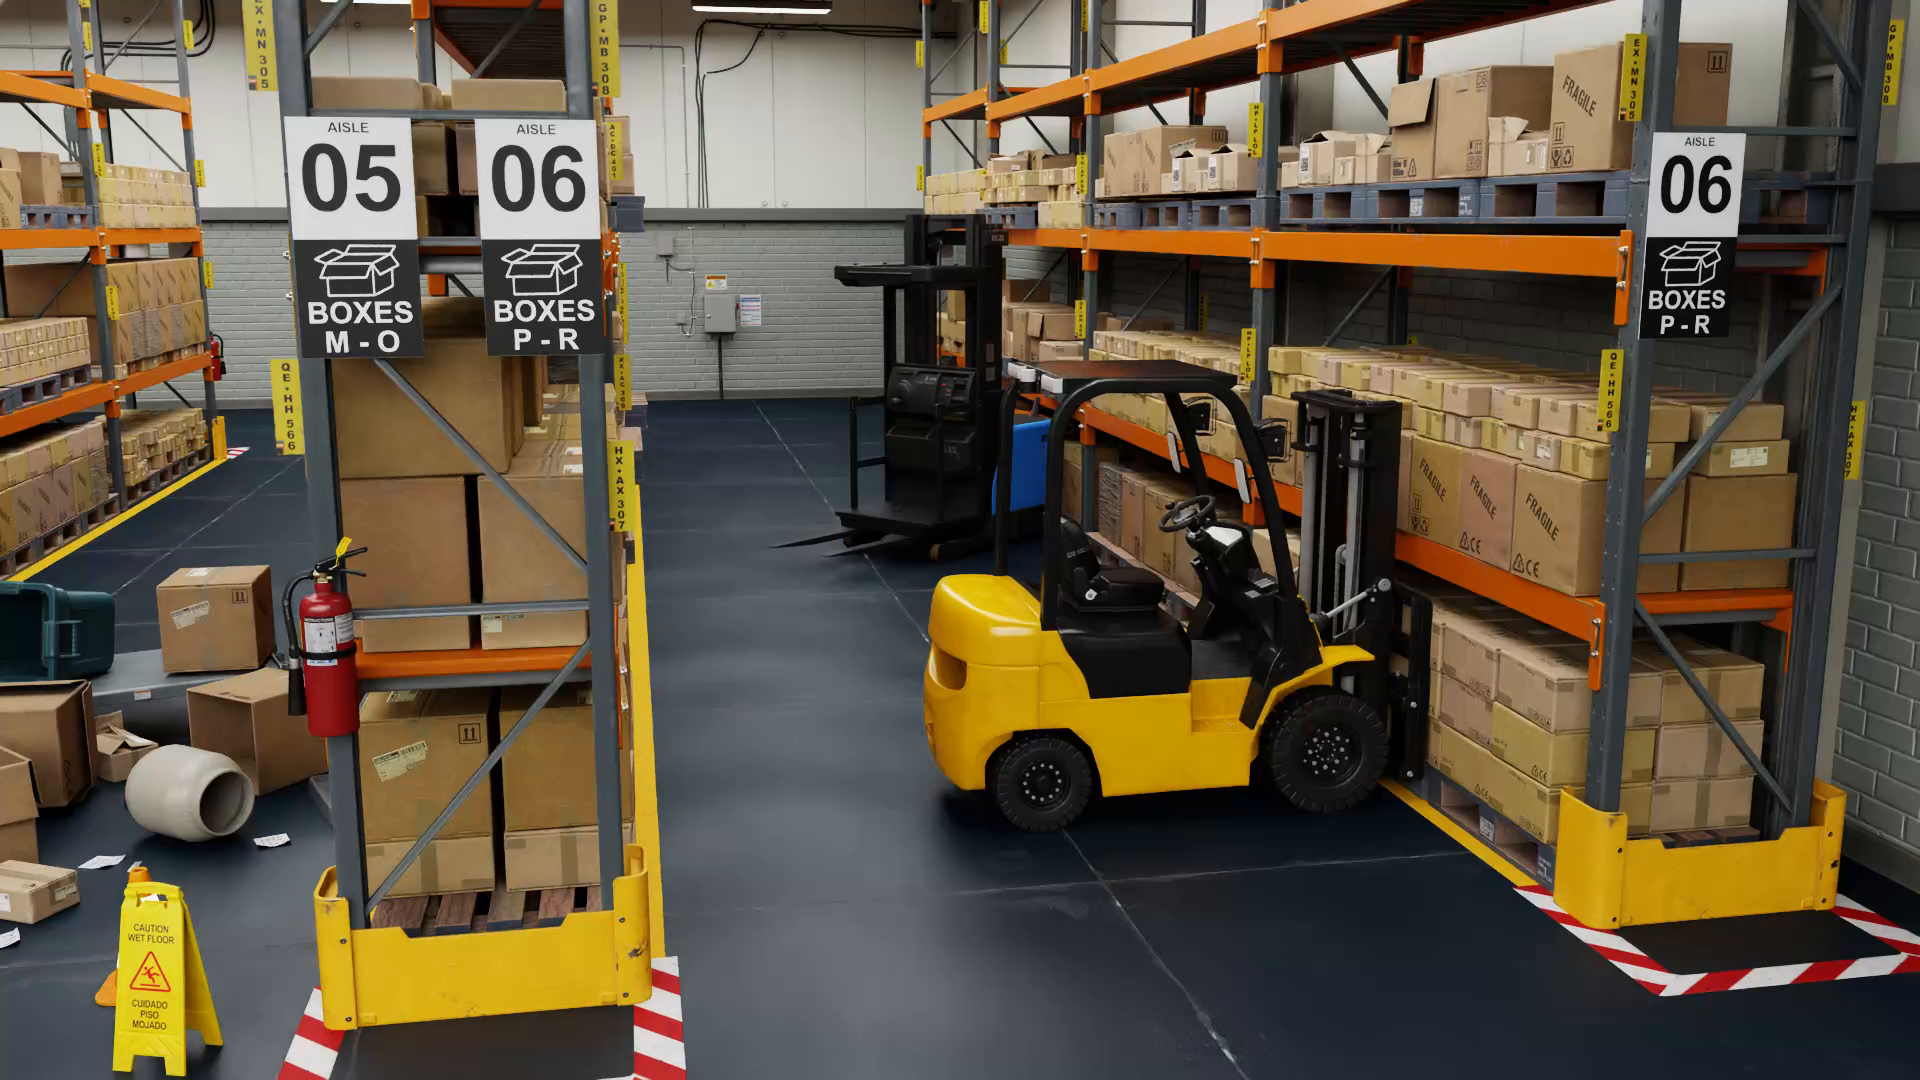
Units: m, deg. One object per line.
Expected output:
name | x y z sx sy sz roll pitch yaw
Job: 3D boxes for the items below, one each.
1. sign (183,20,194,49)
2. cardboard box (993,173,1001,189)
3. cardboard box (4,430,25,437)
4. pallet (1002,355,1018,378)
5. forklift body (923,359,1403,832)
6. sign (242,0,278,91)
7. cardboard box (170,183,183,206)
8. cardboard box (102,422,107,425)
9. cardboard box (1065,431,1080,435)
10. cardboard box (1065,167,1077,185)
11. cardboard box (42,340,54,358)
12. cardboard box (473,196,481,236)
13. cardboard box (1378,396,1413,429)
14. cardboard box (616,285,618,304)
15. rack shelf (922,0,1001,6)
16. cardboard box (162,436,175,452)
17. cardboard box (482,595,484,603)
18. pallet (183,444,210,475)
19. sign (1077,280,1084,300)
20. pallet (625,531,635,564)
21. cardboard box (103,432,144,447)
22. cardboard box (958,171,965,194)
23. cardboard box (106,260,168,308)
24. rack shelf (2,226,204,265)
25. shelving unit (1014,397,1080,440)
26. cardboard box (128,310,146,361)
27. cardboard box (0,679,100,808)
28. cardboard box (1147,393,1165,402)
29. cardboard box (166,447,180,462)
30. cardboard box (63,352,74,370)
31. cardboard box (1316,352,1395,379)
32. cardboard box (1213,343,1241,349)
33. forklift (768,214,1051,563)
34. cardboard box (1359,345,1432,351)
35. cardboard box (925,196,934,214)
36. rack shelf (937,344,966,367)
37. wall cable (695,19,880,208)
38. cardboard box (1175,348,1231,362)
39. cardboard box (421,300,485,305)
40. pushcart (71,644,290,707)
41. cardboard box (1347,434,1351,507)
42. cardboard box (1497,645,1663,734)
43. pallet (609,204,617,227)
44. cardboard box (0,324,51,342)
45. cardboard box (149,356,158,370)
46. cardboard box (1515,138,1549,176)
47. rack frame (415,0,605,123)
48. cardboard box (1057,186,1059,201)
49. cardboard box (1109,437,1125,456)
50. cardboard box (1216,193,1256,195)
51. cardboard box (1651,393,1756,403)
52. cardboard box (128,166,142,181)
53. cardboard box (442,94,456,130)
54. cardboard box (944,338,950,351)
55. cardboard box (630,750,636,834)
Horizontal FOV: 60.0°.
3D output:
sign | -9.139 -5.982 19.692 0.100 0.325 0.005 -2 11 -11
cardboard box | 0.552 -3.715 17.208 0.380 0.149 0.250 -2 11 -12
cardboard box | -8.919 -0.853 15.263 0.500 0.250 0.500 -2 11 -9
pallet | 0.843 -1.883 17.636 1.003 0.211 1.213 -2 11 -11
forklift body | 0.970 0.208 8.404 2.313 2.155 1.214 -2 11 -11
sign | -2.288 -1.638 5.444 0.100 0.325 0.005 -2 11 -11
cardboard box | -9.247 -3.959 19.068 0.500 0.250 0.500 -2 11 -13
cardboard box | -9.643 -1.231 18.606 0.380 0.149 0.250 -2 11 -10
cardboard box | 1.081 -0.968 16.139 0.380 0.149 0.250 -2 11 -12
cardboard box | 1.167 -3.288 15.018 0.380 0.149 0.250 -2 11 -13
cardboard box | -8.433 -1.720 15.018 0.380 0.149 0.250 -3 11 -14
cardboard box | -1.624 -1.214 6.255 0.380 0.149 0.250 -2 11 -13
cardboard box | 2.436 -0.676 8.779 0.380 0.149 0.250 -2 11 -12
cardboard box | -3.343 -2.039 15.000 0.500 0.500 0.500 -2 11 -9
rack shelf | 0.406 -6.721 19.532 1.077 0.370 4.000 -2 11 -11
cardboard box | -8.976 -1.061 18.507 0.380 0.149 0.250 -2 11 -10
cardboard box | -1.666 0.262 6.525 0.380 0.149 0.250 -2 11 -10
pallet | -9.549 -0.948 19.667 1.003 0.211 1.213 -2 11 -11
sign | 1.339 -2.718 18.411 0.100 0.325 0.005 -2 11 -11
pallet | -3.375 0.009 14.638 1.003 0.211 1.213 -2 11 -11
cardboard box | -8.939 -1.062 17.715 0.380 0.149 0.250 -2 11 -12
cardboard box | 0.263 -4.190 19.486 0.500 0.250 0.500 -2 11 -10
cardboard box | -9.040 -2.809 18.248 0.500 0.500 0.500 -3 11 -13
rack shelf | -9.298 -3.235 18.128 1.077 0.370 4.000 -2 11 -11
shelving unit | 0.611 -0.814 16.020 0.538 1.125 1.048 12 4 -23
cardboard box | -8.862 -2.134 17.378 0.500 0.500 0.500 -2 11 -11
cardboard box | -4.754 1.012 8.223 0.797 0.637 0.503 -2 11 -11
cardboard box | 1.724 -1.195 12.570 0.500 0.250 0.500 -2 11 -10
cardboard box | -9.059 -0.964 18.793 0.380 0.149 0.250 -2 11 -10
cardboard box | -8.540 -1.672 15.563 0.380 0.149 0.250 -2 11 -11
cardboard box | 2.320 -1.015 9.760 0.380 0.149 0.250 -2 11 -12
cardboard box | 2.152 -1.429 12.735 0.380 0.149 0.250 -2 11 -9
forklift | -0.390 -1.349 14.496 1.130 2.935 3.031 8 14 38
cardboard box | 2.709 -1.127 10.353 0.380 0.149 0.250 -2 11 -11
cardboard box | -0.165 -4.317 21.490 0.500 0.250 0.500 -2 11 -12
rack shelf | 0.406 -2.142 20.404 1.077 0.370 4.000 -2 11 -11
wall cable | -2.756 -6.800 26.812 2.988 3.039 0.133 -2 11 -11
cardboard box | 1.789 -1.317 12.143 0.380 0.149 0.250 -2 11 -11
cardboard box | -2.567 -0.983 8.656 0.700 0.500 0.500 -2 11 -11
pushcart | -4.744 0.900 9.510 1.648 0.377 0.936 -6 13 -31
cardboard box | 2.398 -0.432 9.227 0.500 0.500 0.500 -2 11 -12
cardboard box | 2.733 0.653 7.355 0.500 0.250 0.500 -2 11 -9
pallet | -2.738 -2.168 11.100 1.213 0.211 1.003 -2 11 -11
cardboard box | -8.443 -1.867 14.995 0.380 0.149 0.250 -2 11 -13
cardboard box | -8.947 -1.929 18.033 0.380 0.149 0.250 -2 11 -8
cardboard box | 2.670 -1.674 7.281 0.380 0.149 0.250 -2 11 -13
rack frame | -2.517 -3.427 9.188 1.000 3.000 0.127 -2 11 -11
cardboard box | 1.120 -3.236 15.539 0.380 0.149 0.250 -2 11 -11
cardboard box | 1.625 -0.891 15.736 0.380 0.149 0.250 -2 11 -10
cardboard box | 2.062 -2.621 12.211 0.380 0.166 0.250 -2 11 -11
cardboard box | 3.283 -0.562 7.381 0.380 0.149 0.250 -2 11 -9
cardboard box | -8.937 -3.895 17.666 0.380 0.149 0.250 -2 11 -8
cardboard box | -2.174 -1.683 6.585 0.380 0.149 0.250 -2 11 -11
cardboard box | 0.013 -2.430 20.667 0.380 0.149 0.250 -2 11 -13
cardboard box | -1.717 1.146 7.435 0.500 0.250 0.500 -2 11 -9
